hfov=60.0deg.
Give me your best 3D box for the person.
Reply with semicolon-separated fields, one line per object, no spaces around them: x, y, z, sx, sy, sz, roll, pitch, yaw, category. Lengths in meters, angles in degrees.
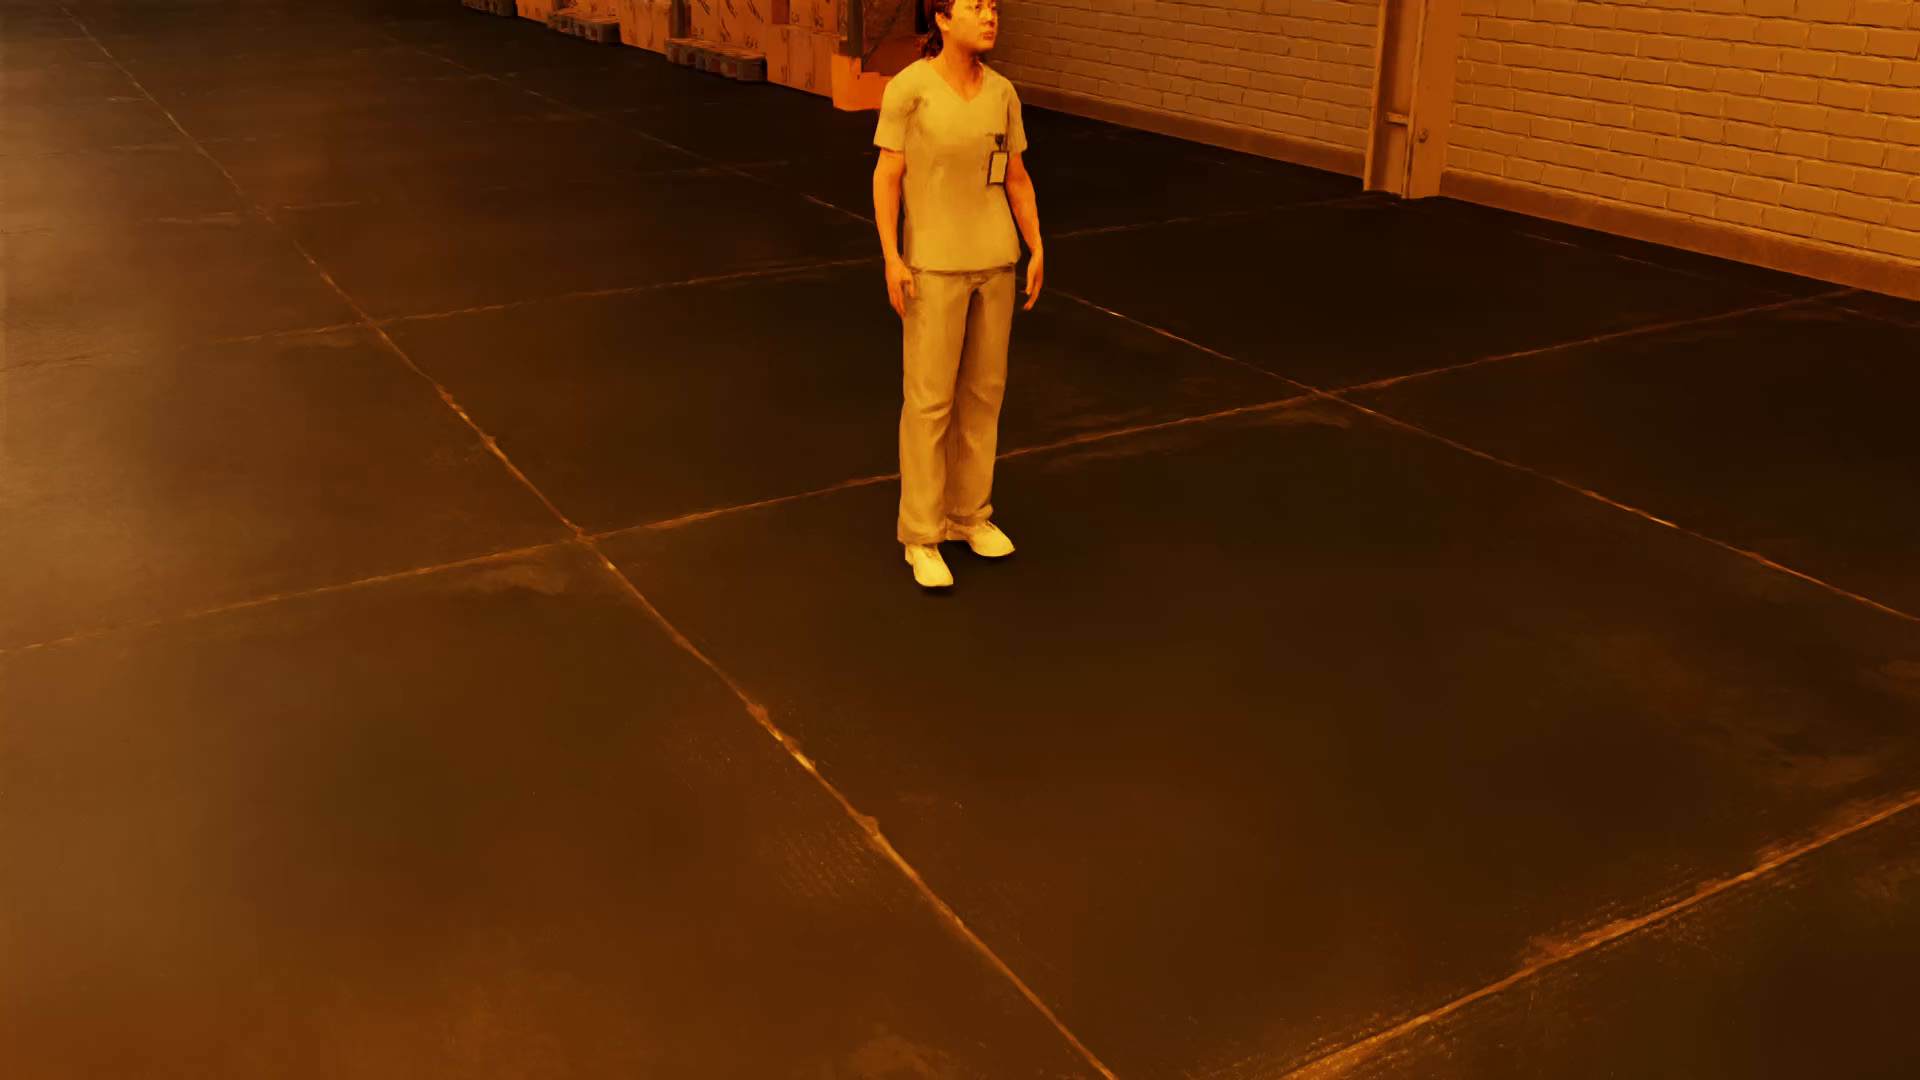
0.026;-0.755;4.748;0.550;1.674;0.548;-12;25;-28;person
